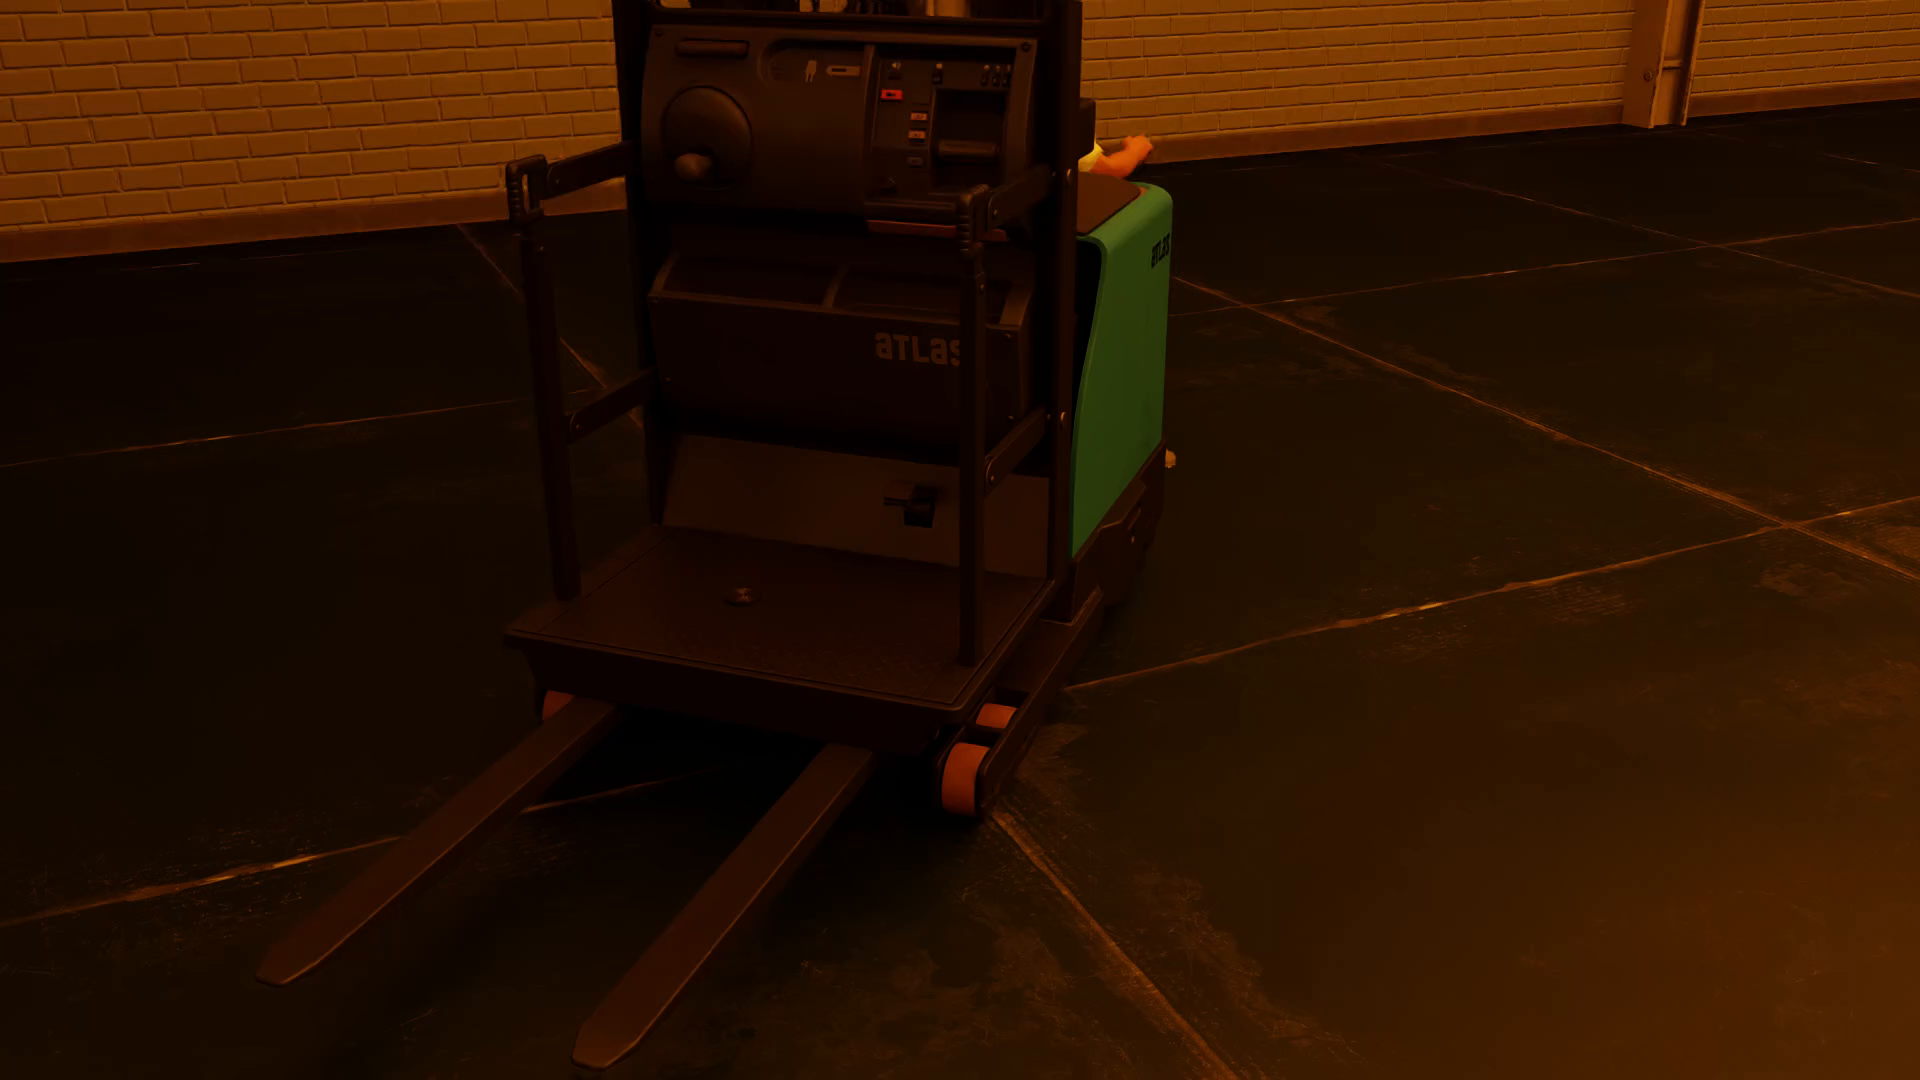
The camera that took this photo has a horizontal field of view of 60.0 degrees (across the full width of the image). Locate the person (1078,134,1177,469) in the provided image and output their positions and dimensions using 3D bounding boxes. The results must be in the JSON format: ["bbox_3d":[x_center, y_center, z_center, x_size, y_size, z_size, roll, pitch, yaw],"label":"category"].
[{"bbox_3d":[0.280,-1.055,5.711,0.769,1.526,1.009,-13,26,-29],"label":"person"}]

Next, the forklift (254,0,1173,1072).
[{"bbox_3d":[-0.352,-0.921,3.503,1.130,2.935,3.031,8,24,18],"label":"forklift"}]
